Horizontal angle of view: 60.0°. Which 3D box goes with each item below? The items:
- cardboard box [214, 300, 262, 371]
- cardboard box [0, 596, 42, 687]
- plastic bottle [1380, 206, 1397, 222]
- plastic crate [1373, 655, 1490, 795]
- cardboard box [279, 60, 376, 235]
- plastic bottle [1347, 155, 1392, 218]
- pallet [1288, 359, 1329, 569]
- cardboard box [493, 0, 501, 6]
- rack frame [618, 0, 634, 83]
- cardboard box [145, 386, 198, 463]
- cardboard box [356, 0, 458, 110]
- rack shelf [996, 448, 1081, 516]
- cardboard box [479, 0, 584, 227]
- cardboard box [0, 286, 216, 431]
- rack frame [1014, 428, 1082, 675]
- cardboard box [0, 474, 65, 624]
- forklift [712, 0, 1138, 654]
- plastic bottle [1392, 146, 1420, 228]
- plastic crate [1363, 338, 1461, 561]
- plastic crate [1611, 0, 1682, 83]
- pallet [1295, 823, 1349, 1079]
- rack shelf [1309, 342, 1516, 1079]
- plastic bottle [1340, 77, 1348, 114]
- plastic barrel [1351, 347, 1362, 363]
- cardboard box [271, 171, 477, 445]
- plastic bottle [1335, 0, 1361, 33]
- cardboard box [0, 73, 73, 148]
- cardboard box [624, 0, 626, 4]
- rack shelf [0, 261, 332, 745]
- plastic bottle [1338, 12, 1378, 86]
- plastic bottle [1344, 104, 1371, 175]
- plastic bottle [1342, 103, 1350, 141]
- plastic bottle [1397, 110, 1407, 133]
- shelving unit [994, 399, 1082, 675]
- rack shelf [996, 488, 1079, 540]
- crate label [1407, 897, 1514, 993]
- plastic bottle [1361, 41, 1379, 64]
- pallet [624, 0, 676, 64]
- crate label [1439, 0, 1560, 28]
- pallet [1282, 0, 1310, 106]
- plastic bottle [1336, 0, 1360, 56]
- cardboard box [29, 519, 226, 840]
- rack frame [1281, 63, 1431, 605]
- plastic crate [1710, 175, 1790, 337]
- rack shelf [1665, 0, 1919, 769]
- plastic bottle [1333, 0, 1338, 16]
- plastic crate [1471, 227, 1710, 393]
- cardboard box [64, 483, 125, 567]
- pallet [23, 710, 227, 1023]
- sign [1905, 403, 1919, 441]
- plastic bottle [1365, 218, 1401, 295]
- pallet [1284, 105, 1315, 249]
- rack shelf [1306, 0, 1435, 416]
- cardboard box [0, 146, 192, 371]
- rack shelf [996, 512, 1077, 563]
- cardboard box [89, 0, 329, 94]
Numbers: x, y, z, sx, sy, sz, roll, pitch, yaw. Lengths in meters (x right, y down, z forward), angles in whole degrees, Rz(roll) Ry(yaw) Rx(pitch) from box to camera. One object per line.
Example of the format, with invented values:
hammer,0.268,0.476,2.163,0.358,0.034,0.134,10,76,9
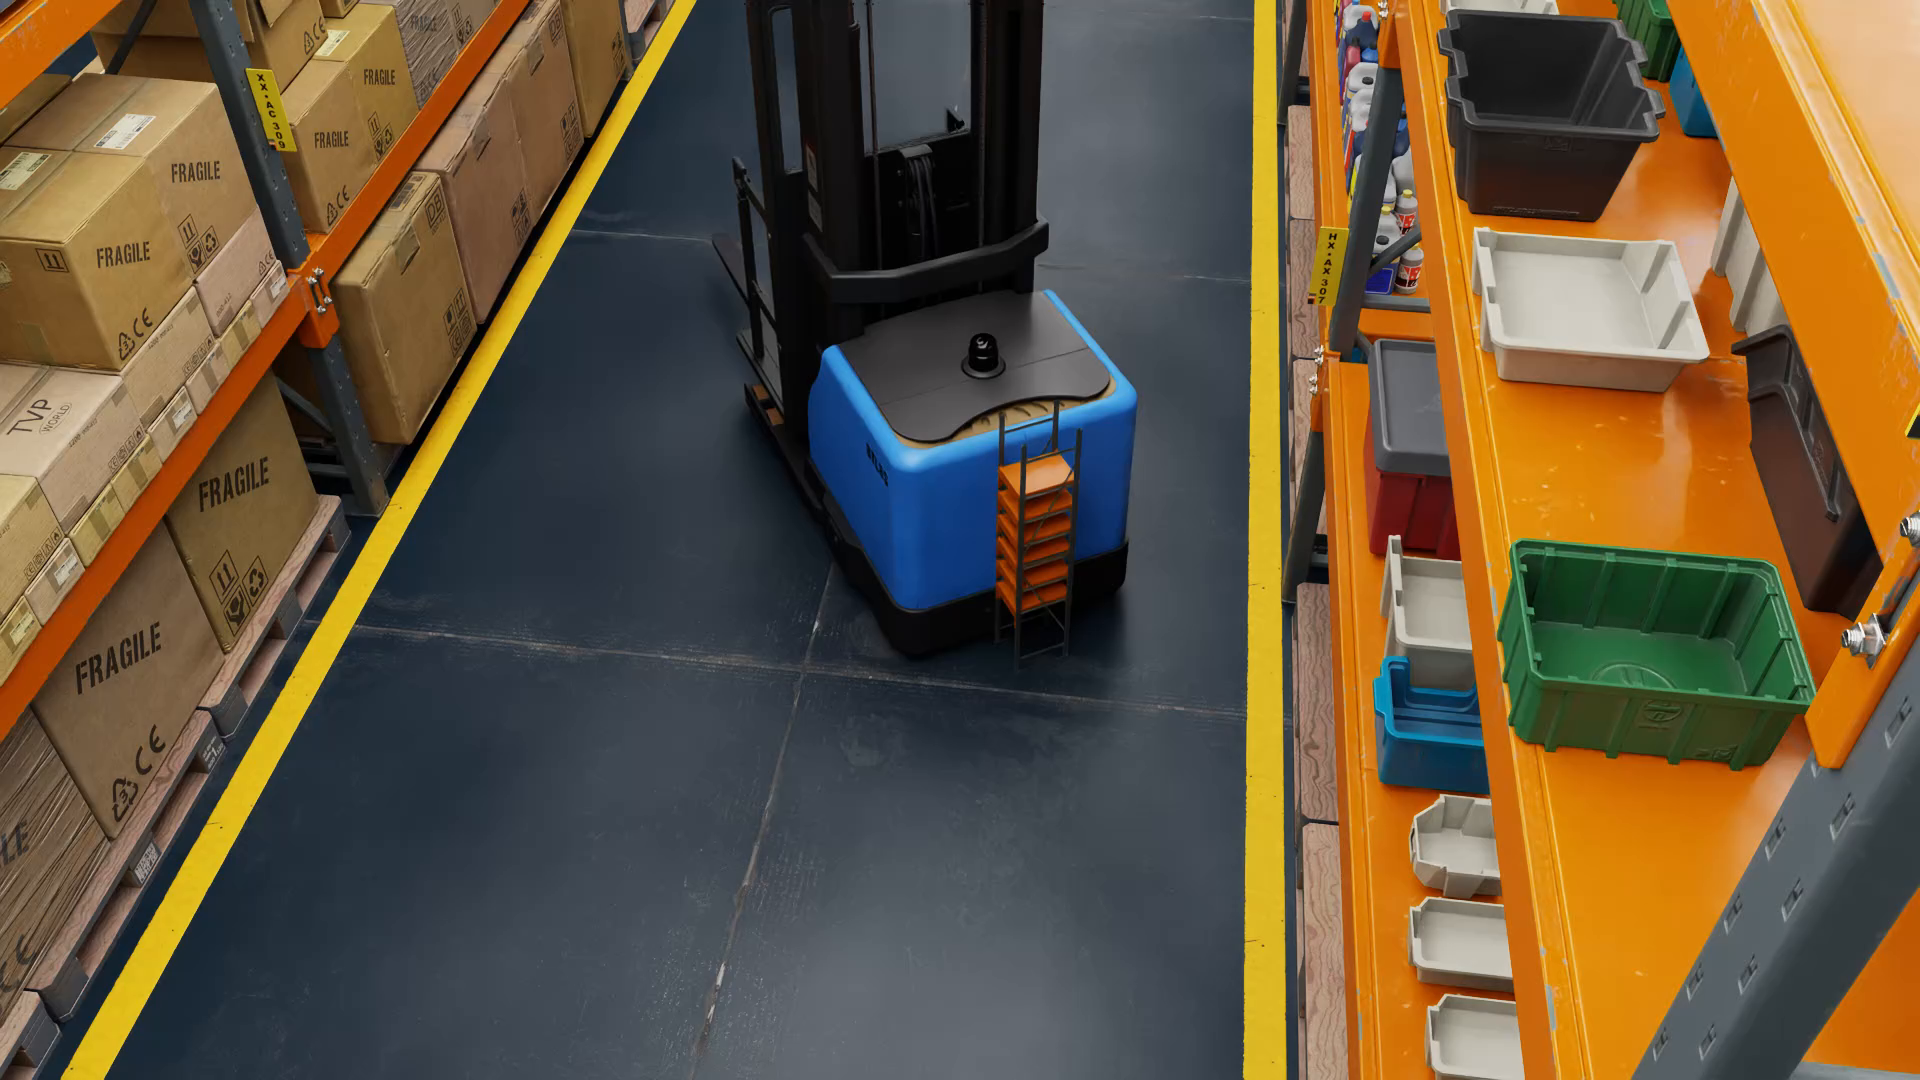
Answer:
cardboard box,-2.806,-0.764,6.080,0.380,0.149,0.250,6,44,6
cardboard box,-3.009,0.288,4.969,0.380,0.149,0.250,4,44,4
plastic bottle,1.651,-1.211,6.514,0.097,0.201,0.097,0,43,0
plastic crate,1.342,0.524,4.615,0.416,0.233,0.300,5,44,6
cardboard box,-2.748,-1.596,6.703,0.500,0.500,0.500,5,44,6
plastic bottle,1.651,-1.457,6.665,0.144,0.351,0.185,5,44,6
pallet,1.997,-0.328,7.465,1.003,0.211,1.213,5,44,6
cardboard box,-2.484,-2.979,8.164,0.500,0.500,0.500,4,44,4
rack frame,-2.527,-3.995,9.309,1.000,3.000,0.127,5,44,6
cardboard box,-2.874,-0.414,5.711,0.380,0.149,0.250,6,44,6
cardboard box,-2.615,-2.279,7.425,0.500,0.500,0.500,4,44,5
rack shelf,0.290,-0.215,6.168,0.258,0.103,0.180,-17,46,-17
cardboard box,-2.765,-2.300,8.760,1.225,0.875,0.875,5,44,6
cardboard box,-2.920,-0.644,5.664,0.500,0.250,0.500,6,44,7
rack frame,0.327,0.071,6.324,0.240,1.200,0.006,-17,46,-17
cardboard box,-3.058,0.048,4.932,0.500,0.250,0.500,4,44,5
forklift,-0.364,-1.628,6.860,1.130,2.935,3.031,-17,46,-17
plastic bottle,1.793,-1.444,6.651,0.144,0.351,0.185,5,44,6
plastic crate,1.487,-0.278,5.294,0.402,0.464,0.583,5,44,6
plastic crate,2.097,-1.514,4.662,0.450,0.188,0.662,5,44,6
pallet,1.636,1.533,5.500,1.003,0.211,1.213,5,44,6
rack shelf,1.589,0.806,4.763,1.077,0.370,4.000,5,44,6
plastic bottle,1.737,-1.968,7.314,0.097,0.201,0.097,0,43,0
plastic barrel,2.036,-1.061,7.431,0.600,0.901,0.708,5,44,6
cardboard box,-2.991,-1.088,7.479,1.225,0.875,0.875,5,44,6
plastic bottle,1.840,-2.526,7.852,0.097,0.271,0.097,0,43,0
cardboard box,-3.373,-1.291,5.802,0.500,0.500,0.500,5,44,6
cardboard box,-2.459,-3.705,10.502,0.700,0.500,0.500,3,44,3
rack shelf,-3.321,0.356,5.238,1.077,0.370,4.000,5,44,6
plastic bottle,1.796,-2.207,7.458,0.144,0.351,0.185,5,44,6
plastic bottle,1.700,-1.664,6.938,0.152,0.276,0.135,5,44,6
plastic bottle,1.706,-1.810,7.147,0.097,0.201,0.097,0,43,0
plastic bottle,1.826,-1.664,6.941,0.097,0.271,0.097,0,43,0
shelving unit,0.290,0.014,6.385,0.258,1.200,0.189,-17,46,-17
rack shelf,0.290,-0.128,6.250,0.258,0.103,0.180,-17,46,-17
crate label,1.318,1.021,4.160,0.396,0.136,0.243,5,44,6
plastic bottle,1.815,-2.079,7.380,0.097,0.271,0.097,0,43,0
pallet,-2.423,-3.515,10.830,1.003,0.211,1.213,5,44,6
crate label,1.502,-1.505,4.690,0.293,0.136,0.466,5,44,6
pallet,2.523,-3.056,10.346,1.003,0.211,1.213,5,44,6
plastic bottle,1.809,-2.369,7.686,0.097,0.271,0.097,0,43,0
cardboard box,-3.342,0.406,5.901,0.875,0.875,0.875,5,44,6
rack frame,1.853,-0.818,5.955,1.000,3.000,0.127,5,44,6
plastic crate,1.923,-0.621,3.651,0.437,0.282,0.530,5,44,6
rack shelf,1.589,-1.227,2.837,1.077,0.370,4.000,5,44,6
plastic bottle,1.850,-2.677,8.002,0.061,0.283,0.133,5,44,6
plastic crate,1.352,-0.517,3.646,0.437,0.136,0.530,5,44,6
cardboard box,-2.941,-0.064,5.341,0.380,0.149,0.250,5,44,5
pallet,-3.393,1.089,5.969,1.003,0.211,1.213,5,44,6
sign,0.777,-0.192,1.165,0.100,0.325,0.005,5,44,6
plastic bottle,1.585,-1.071,6.312,0.152,0.276,0.135,5,44,6
pallet,2.319,-1.991,9.221,1.003,0.211,1.213,5,44,6
rack shelf,2.118,-1.920,7.642,1.077,0.370,4.000,5,44,6
cardboard box,-2.922,-0.916,5.405,0.500,0.500,0.500,6,44,6
rack shelf,0.290,-0.041,6.333,0.258,0.103,0.180,-17,46,-17
cardboard box,-2.980,-2.105,6.512,0.797,0.503,0.637,4,44,4
